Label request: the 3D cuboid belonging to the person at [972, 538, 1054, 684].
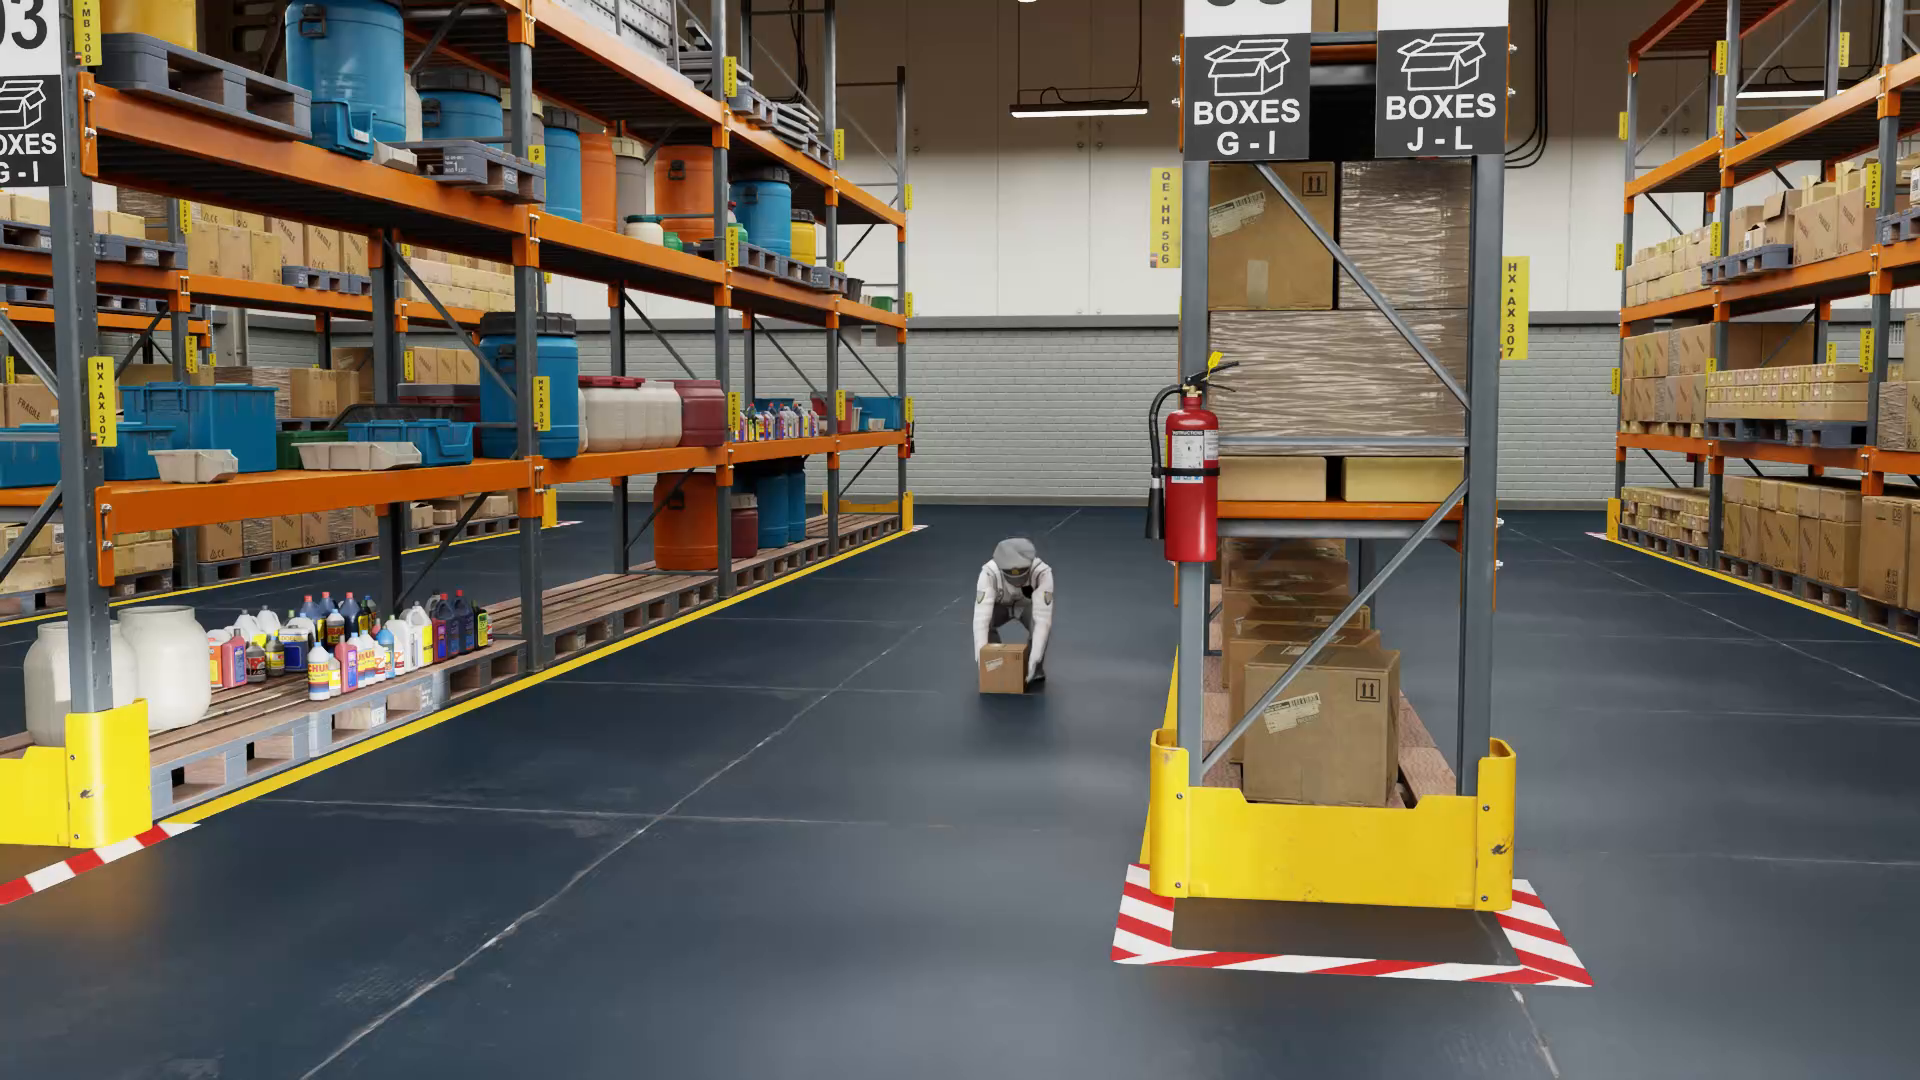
[{"bbox_3d":[0.322,0.406,9.834,0.475,0.876,0.857,1,5,9],"label":"person"}]
